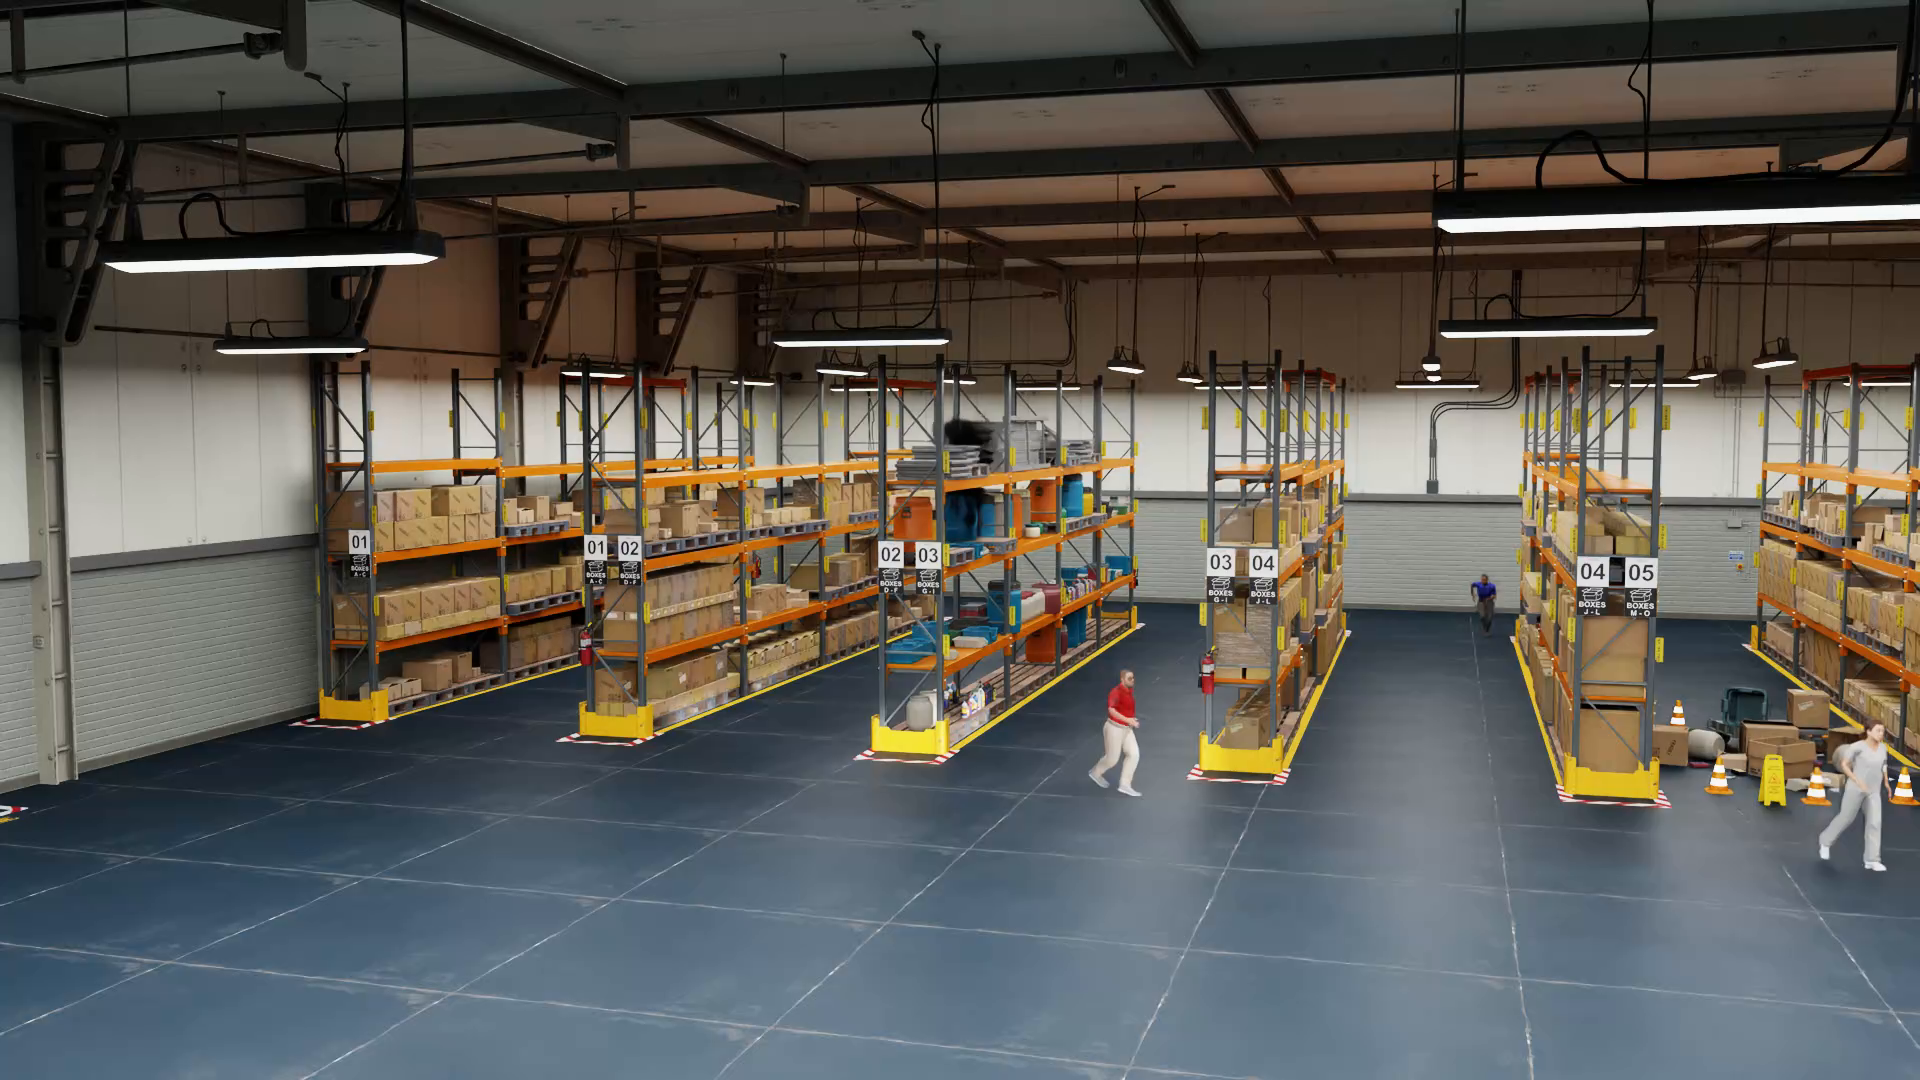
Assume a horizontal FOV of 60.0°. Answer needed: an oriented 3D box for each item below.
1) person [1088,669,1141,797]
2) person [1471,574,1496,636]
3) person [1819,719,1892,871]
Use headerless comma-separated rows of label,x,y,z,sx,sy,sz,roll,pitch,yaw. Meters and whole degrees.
person,2.053,2.562,22.284,0.842,1.707,0.630,3,5,39
person,12.138,1.506,38.585,0.596,1.486,0.841,2,4,24
person,10.124,2.810,18.568,0.613,1.646,0.949,-1,4,-8
